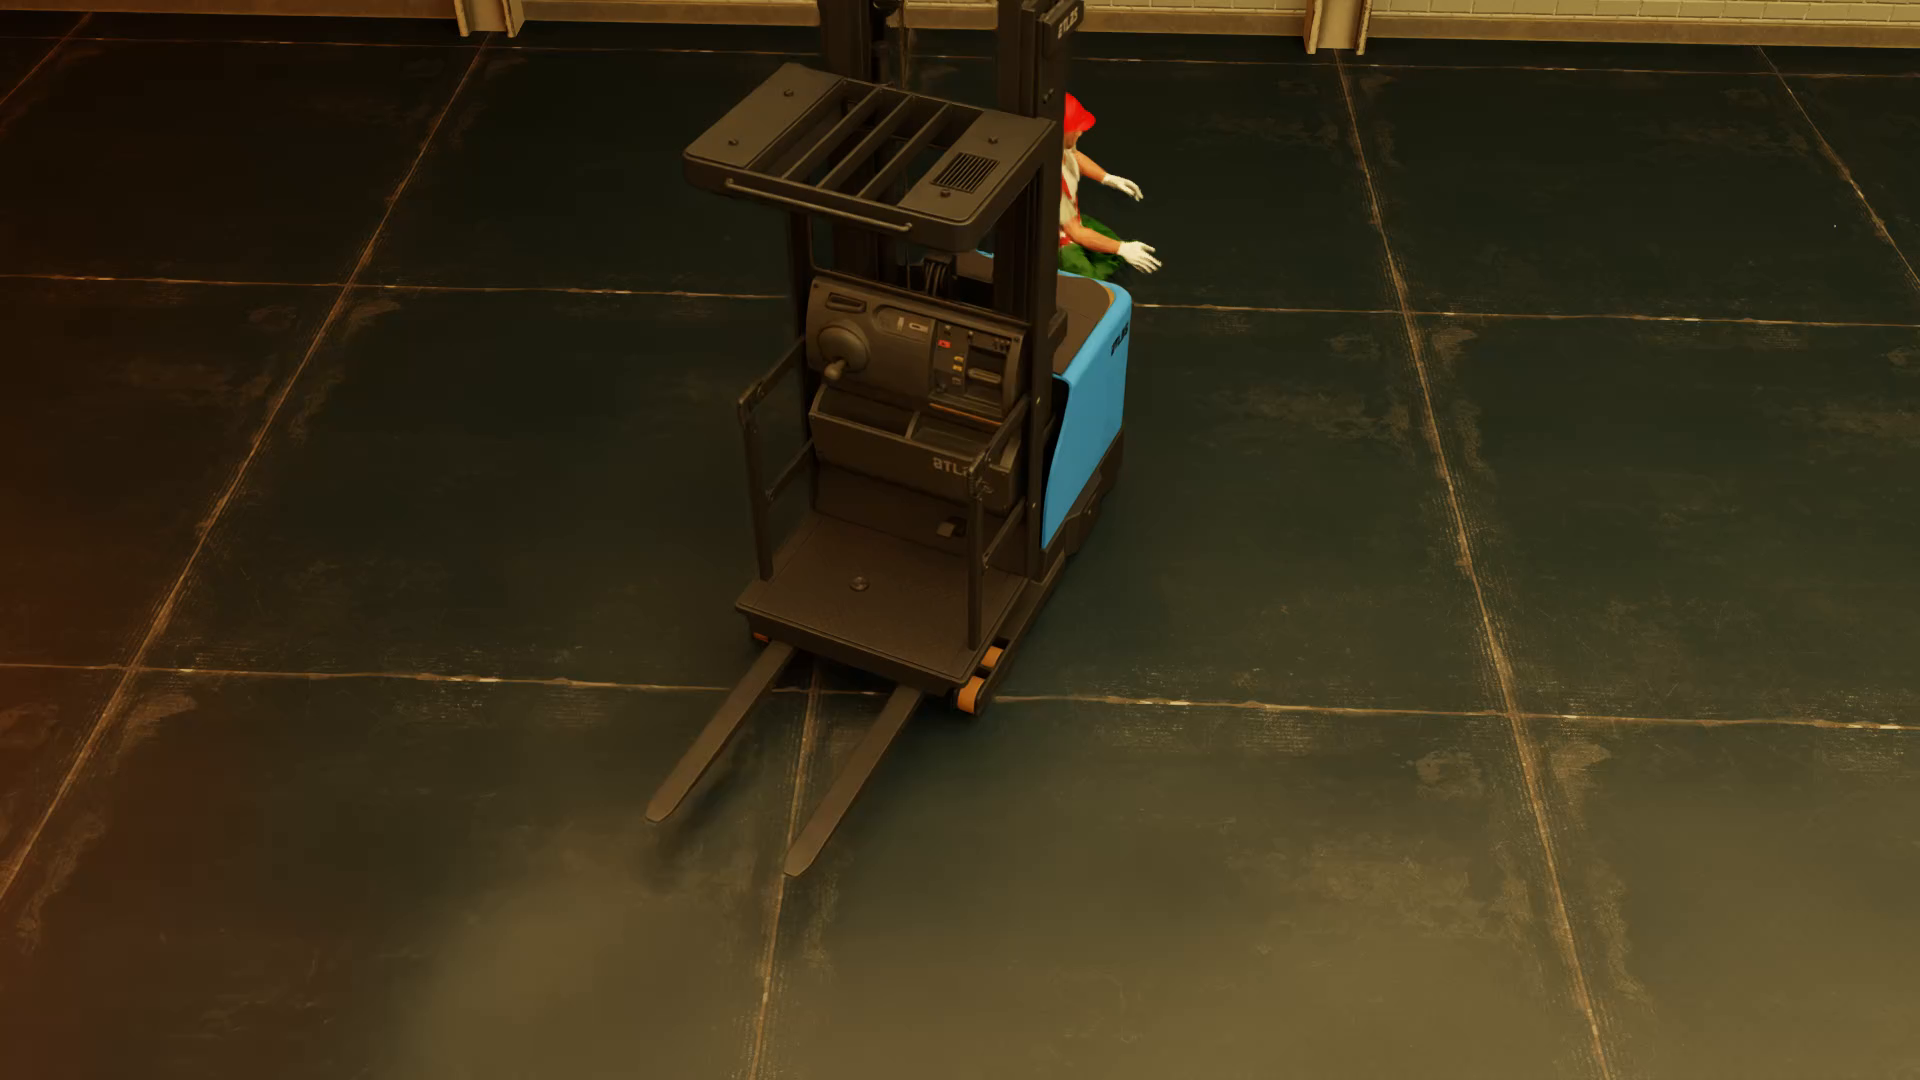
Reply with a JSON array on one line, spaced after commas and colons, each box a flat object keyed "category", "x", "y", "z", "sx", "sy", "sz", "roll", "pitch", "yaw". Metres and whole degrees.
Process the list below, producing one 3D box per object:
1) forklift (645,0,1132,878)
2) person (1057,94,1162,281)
[{"category": "forklift", "x": -0.278, "y": -0.679, "z": 6.486, "sx": 1.130, "sy": 2.935, "sz": 3.031, "roll": 17, "pitch": 45, "yaw": 18}, {"category": "person", "x": 0.641, "y": -1.512, "z": 8.336, "sx": 0.740, "sy": 1.599, "sz": 0.803, "roll": 4, "pitch": 43, "yaw": 5}]
